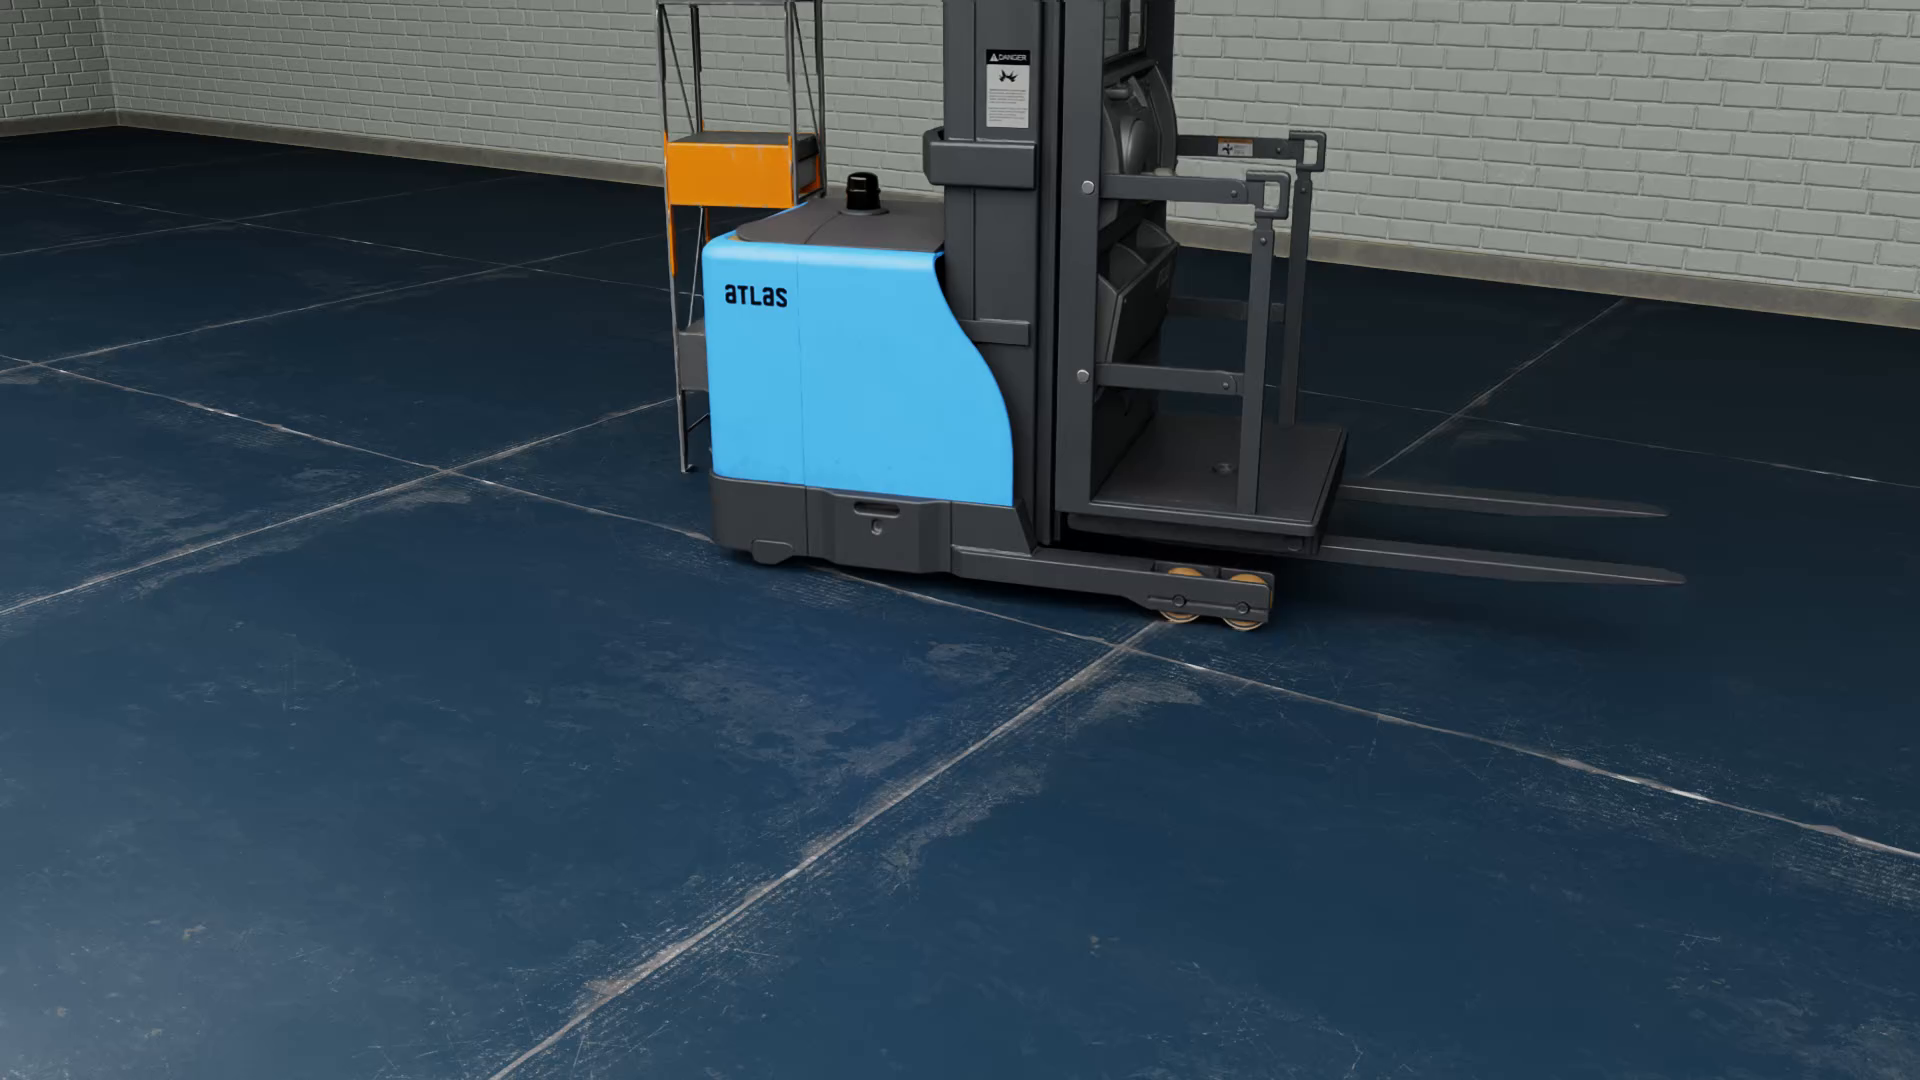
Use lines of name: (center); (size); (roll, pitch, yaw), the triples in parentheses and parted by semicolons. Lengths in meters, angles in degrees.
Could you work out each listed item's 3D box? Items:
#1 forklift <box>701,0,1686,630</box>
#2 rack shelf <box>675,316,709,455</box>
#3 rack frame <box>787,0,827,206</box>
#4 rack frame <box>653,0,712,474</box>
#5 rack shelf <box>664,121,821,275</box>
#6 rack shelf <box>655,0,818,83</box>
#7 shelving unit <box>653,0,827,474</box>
forklift: (0.745, -1.308, 5.077); (3.031, 2.935, 1.130); (6, 21, 16)
rack shelf: (-0.796, -0.624, 6.483); (0.480, 0.518, 0.431); (4, 21, 11)
rack frame: (-0.557, -1.277, 6.190); (0.015, 2.100, 0.400); (4, 21, 11)
rack frame: (-1.035, -1.311, 6.282); (0.015, 2.100, 0.400); (4, 21, 11)
rack shelf: (-0.796, -1.281, 6.241); (0.480, 0.518, 0.431); (4, 21, 11)
rack shelf: (-0.796, -1.937, 5.998); (0.480, 0.518, 0.431); (4, 21, 11)
shelving unit: (-0.796, -1.294, 6.236); (0.503, 2.100, 0.431); (4, 21, 11)
